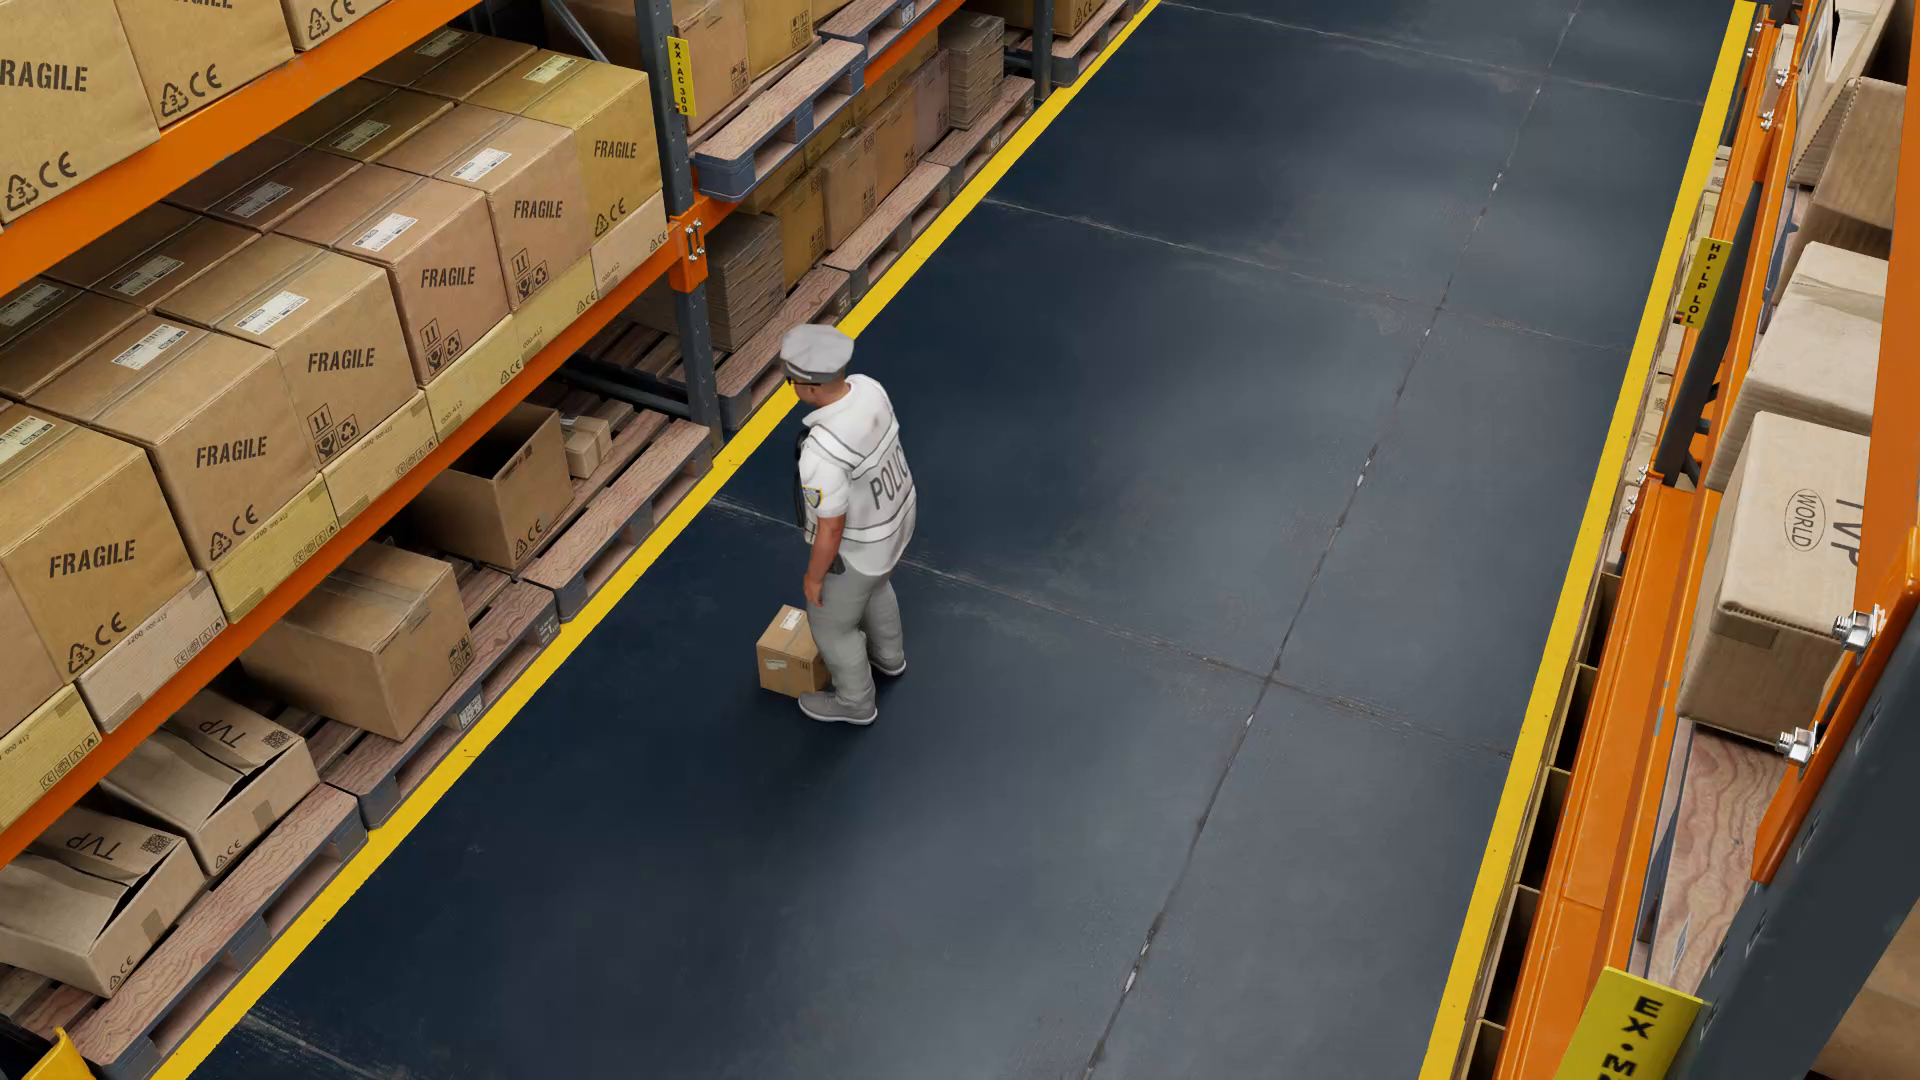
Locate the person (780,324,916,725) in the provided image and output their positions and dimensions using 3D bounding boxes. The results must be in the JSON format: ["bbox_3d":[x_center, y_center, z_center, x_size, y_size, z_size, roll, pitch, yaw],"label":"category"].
[{"bbox_3d":[-0.398,-0.022,6.180,0.435,1.745,0.606,15,44,16],"label":"person"}]
